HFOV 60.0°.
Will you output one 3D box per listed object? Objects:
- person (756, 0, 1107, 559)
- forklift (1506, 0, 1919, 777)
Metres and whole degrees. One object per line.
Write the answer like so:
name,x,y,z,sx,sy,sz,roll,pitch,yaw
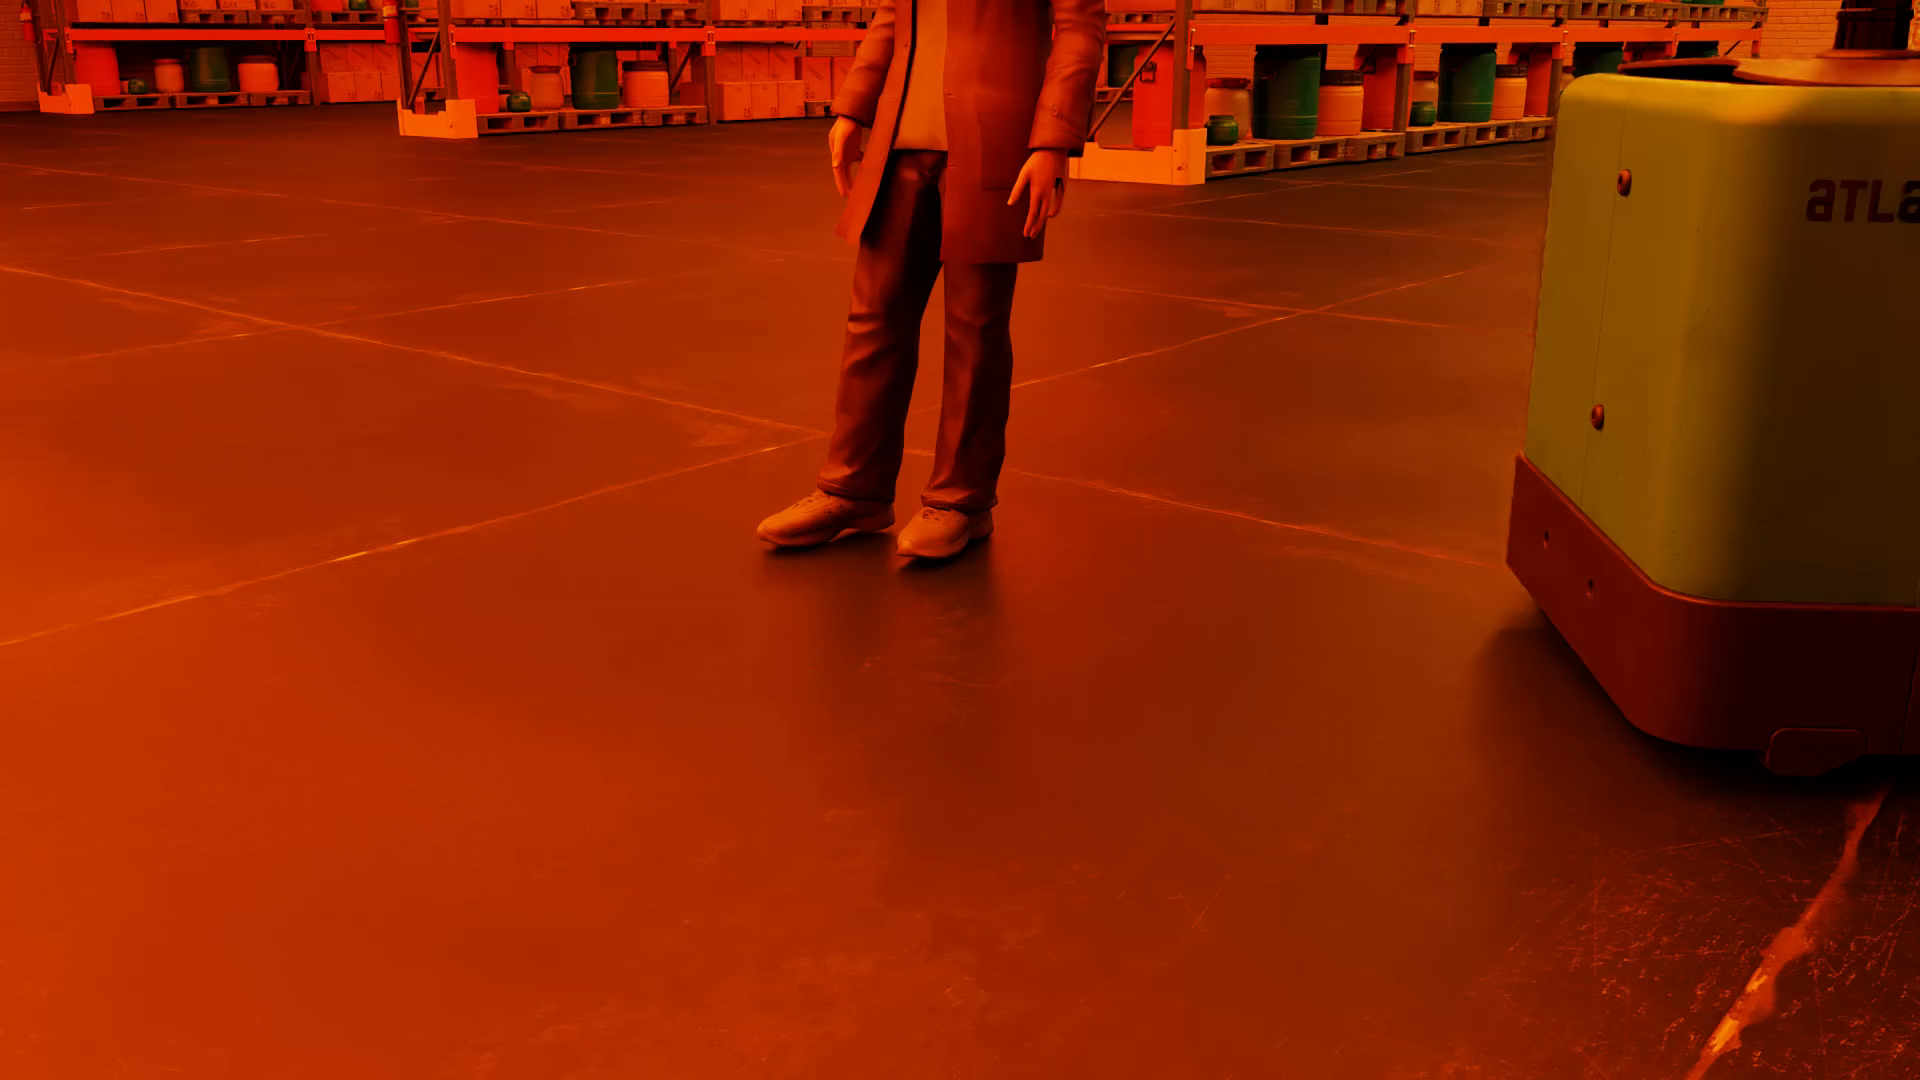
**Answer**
person,-0.062,-0.838,3.618,0.696,1.776,0.582,13,21,37
forklift,2.635,-1.124,2.599,3.031,2.935,1.130,1,17,4
